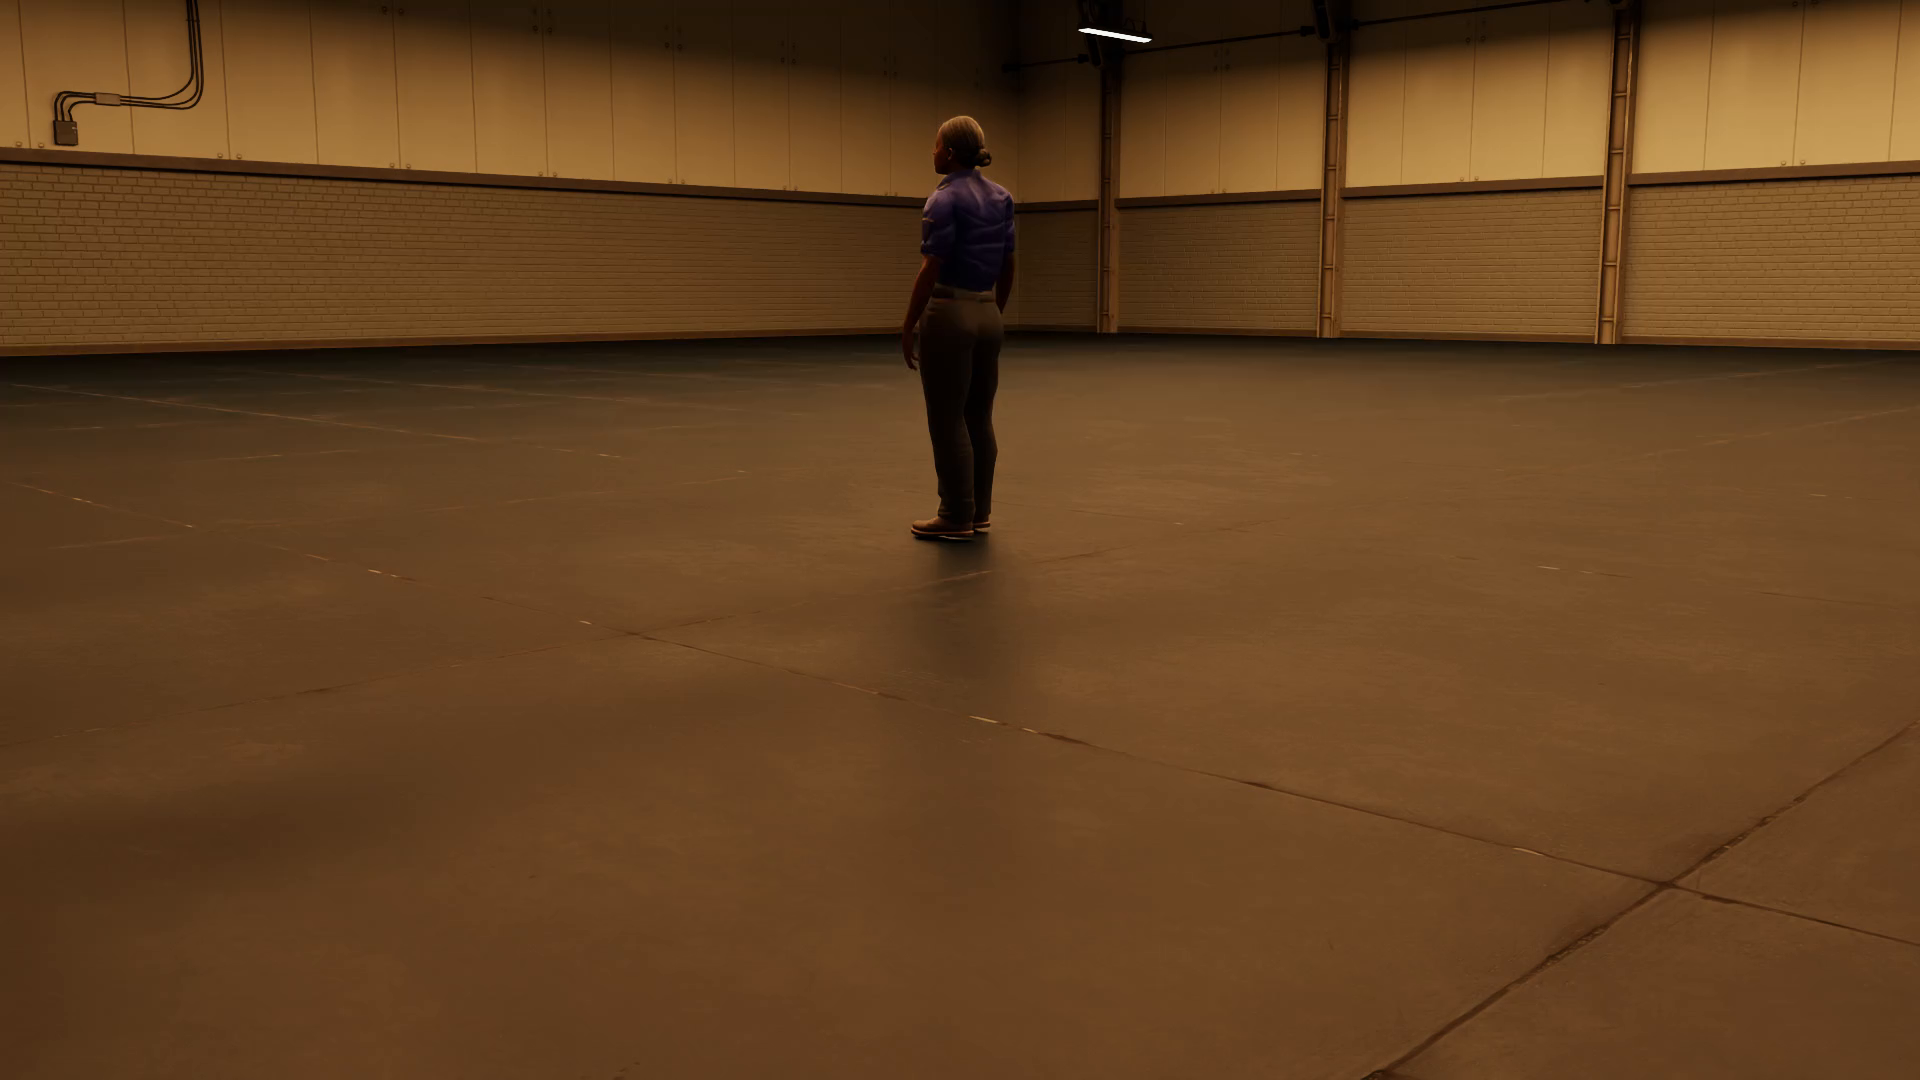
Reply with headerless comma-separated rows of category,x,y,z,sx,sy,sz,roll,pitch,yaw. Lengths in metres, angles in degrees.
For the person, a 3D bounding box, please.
person,-0.049,-0.837,6.668,0.503,1.656,0.569,8,12,43
